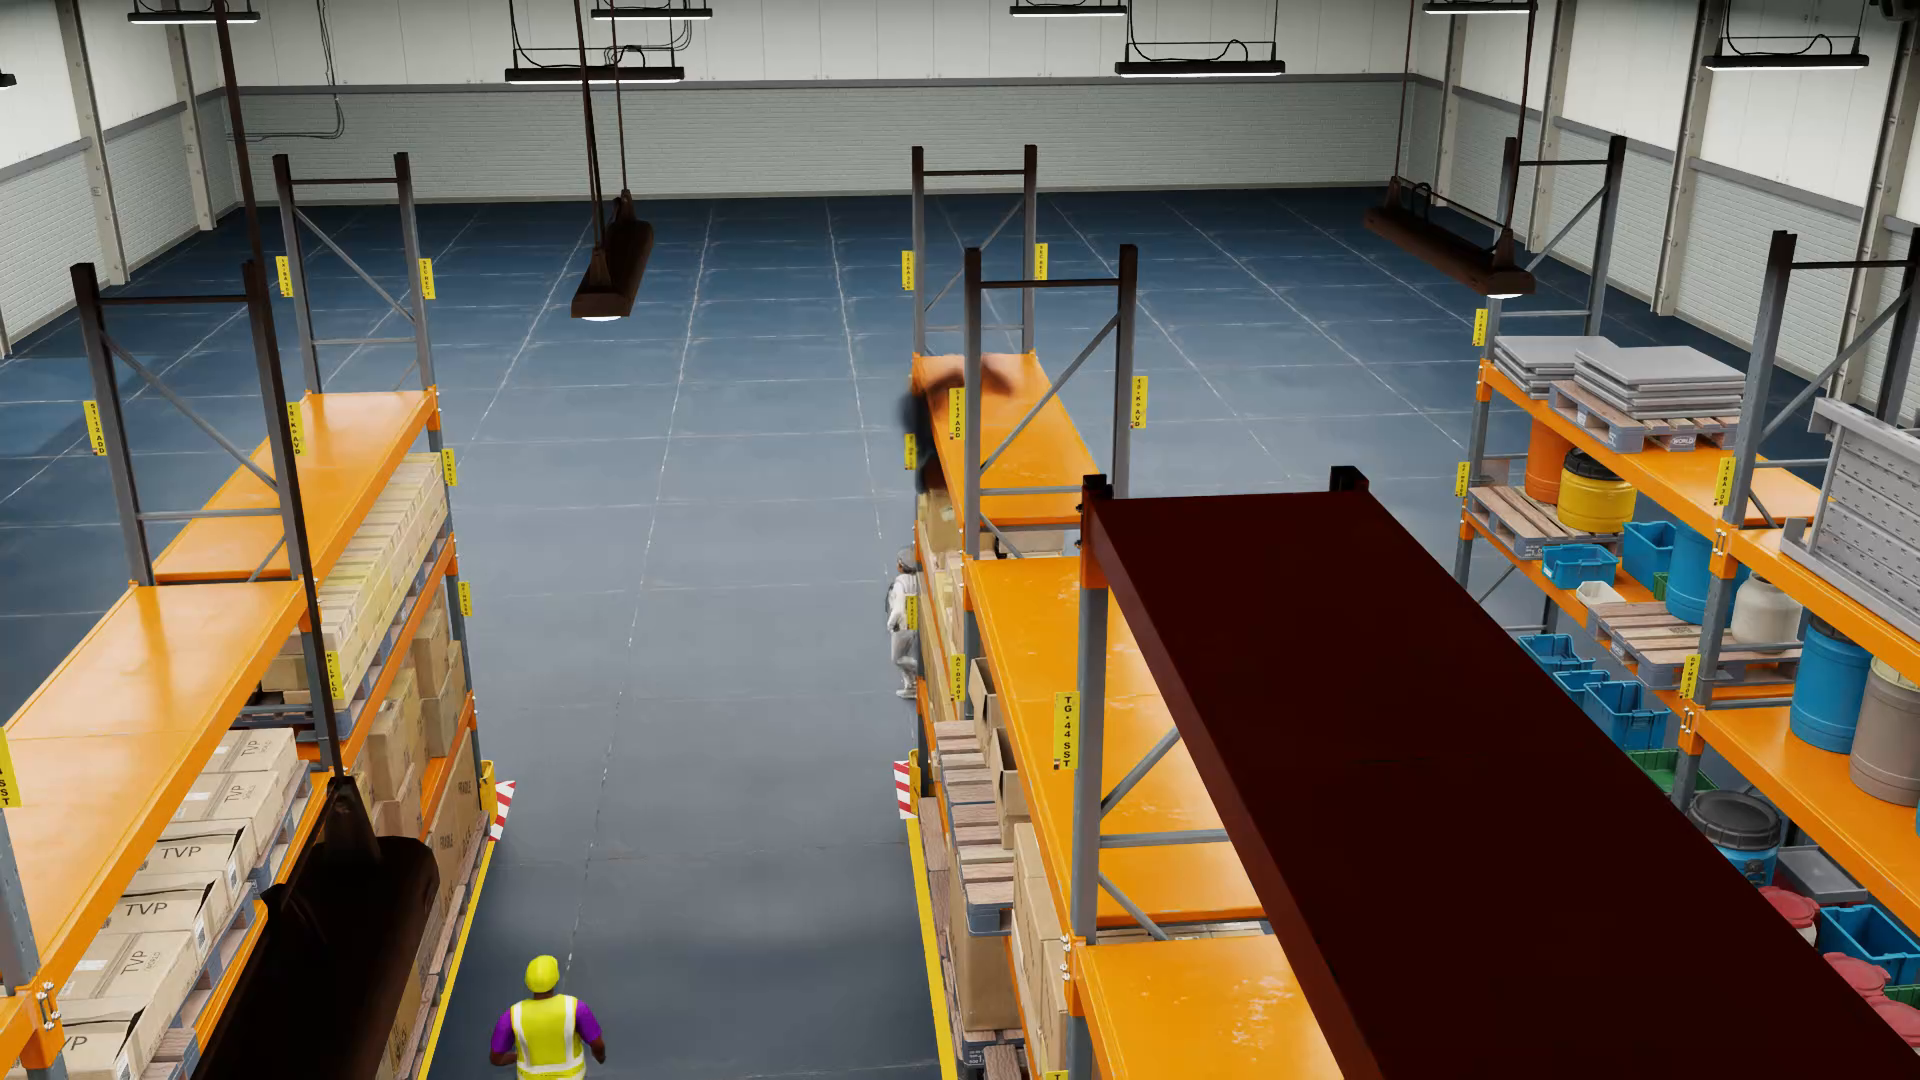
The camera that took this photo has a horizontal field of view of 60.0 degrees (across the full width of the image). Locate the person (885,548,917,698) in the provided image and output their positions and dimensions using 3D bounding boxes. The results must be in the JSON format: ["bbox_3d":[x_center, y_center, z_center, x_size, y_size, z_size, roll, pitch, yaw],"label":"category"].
[{"bbox_3d":[-0.494,0.909,17.128,0.575,1.683,0.632,15,26,33],"label":"person"}]

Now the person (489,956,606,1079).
[{"bbox_3d":[-2.621,3.356,10.666,0.716,1.587,0.730,-4,22,-9],"label":"person"}]
